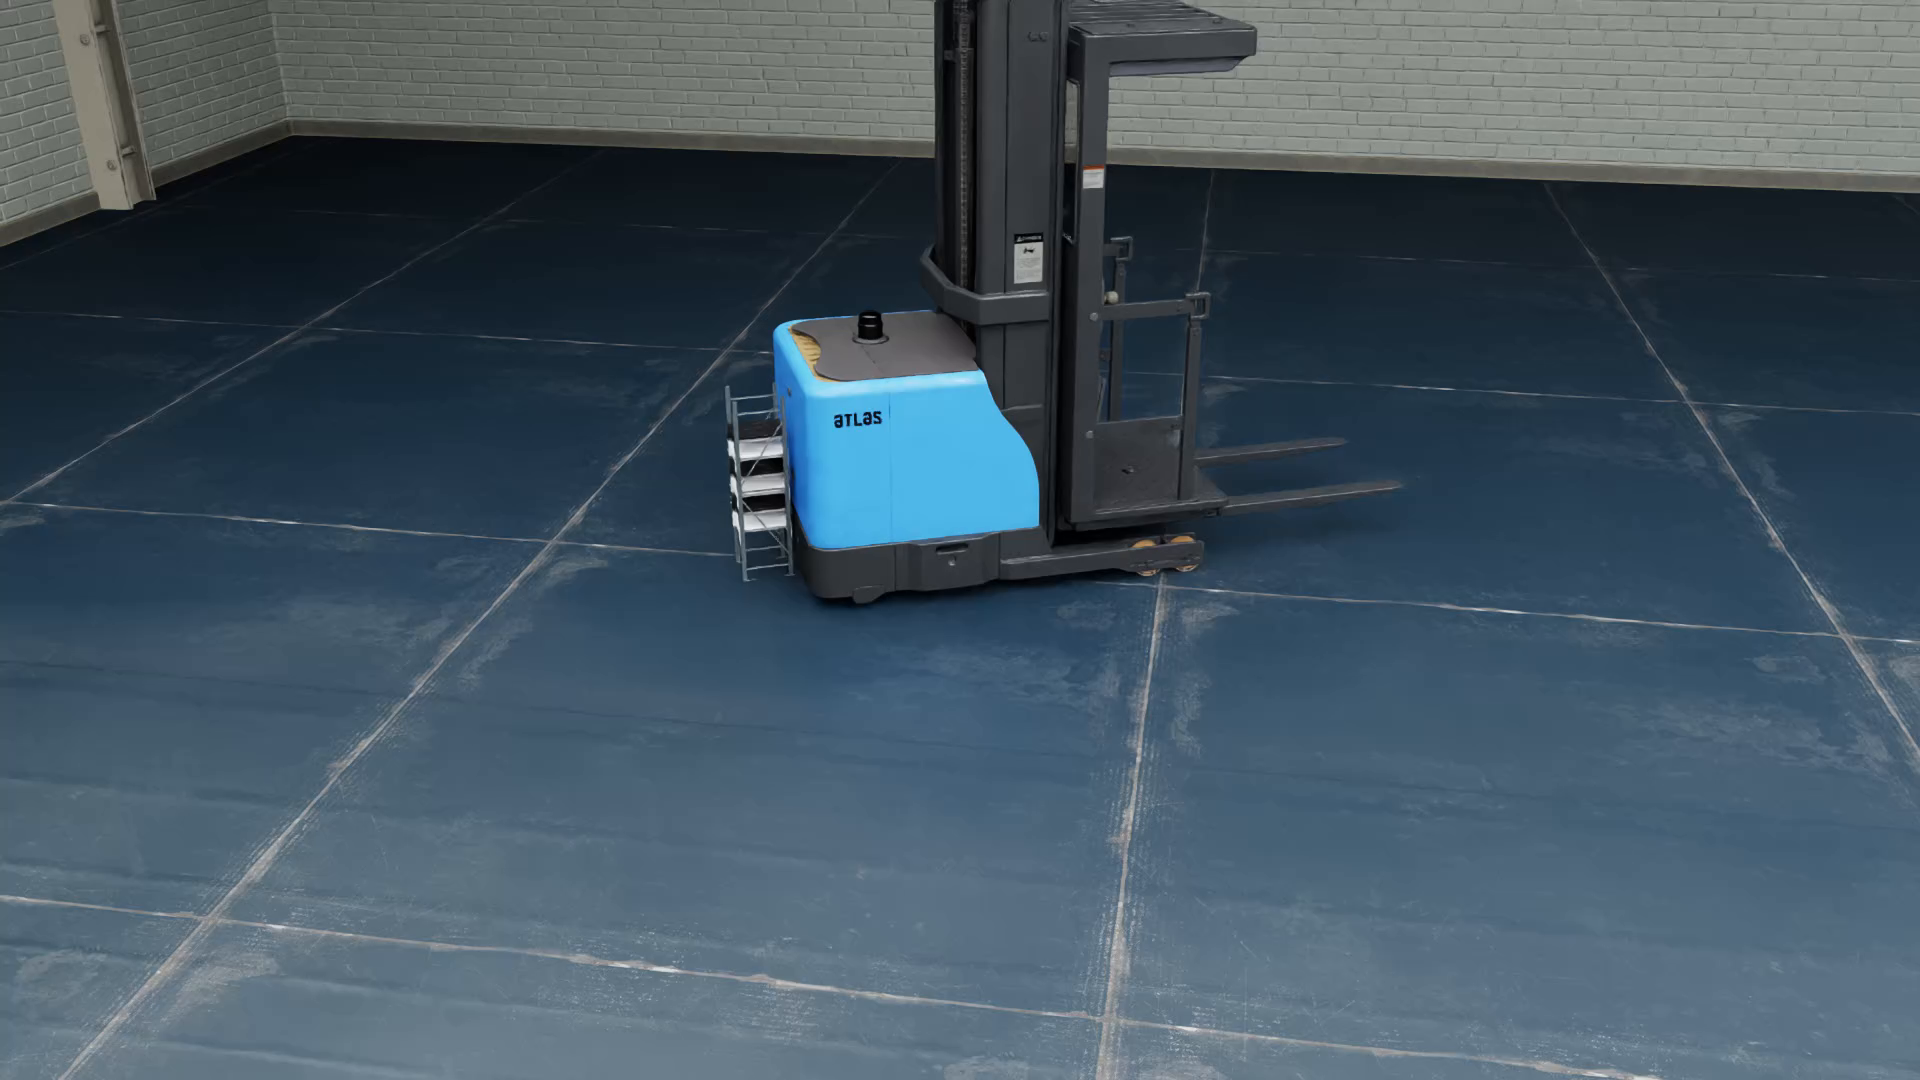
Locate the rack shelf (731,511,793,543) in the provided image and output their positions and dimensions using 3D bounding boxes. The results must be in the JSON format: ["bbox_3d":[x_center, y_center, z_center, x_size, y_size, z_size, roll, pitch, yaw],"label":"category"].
[{"bbox_3d":[-0.935,-0.075,7.851,0.258,0.077,0.200,-7,26,-15],"label":"rack shelf"}]

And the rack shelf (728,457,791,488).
[{"bbox_3d":[-0.935,-0.319,7.737,0.258,0.077,0.200,-7,26,-15],"label":"rack shelf"}]

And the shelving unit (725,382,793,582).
[{"bbox_3d":[-0.935,-0.268,7.761,0.258,0.900,0.210,-7,26,-15],"label":"shelving unit"}]

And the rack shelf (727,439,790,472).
[{"bbox_3d":[-0.935,-0.401,7.699,0.258,0.077,0.200,-7,26,-15],"label":"rack shelf"}]

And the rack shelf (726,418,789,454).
[{"bbox_3d":[-0.935,-0.482,7.660,0.258,0.077,0.200,-7,26,-15],"label":"rack shelf"}]

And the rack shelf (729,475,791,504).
[{"bbox_3d":[-0.935,-0.238,7.775,0.258,0.077,0.200,-7,26,-15],"label":"rack shelf"}]

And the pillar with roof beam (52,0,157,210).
[{"bbox_3d":[-3.024,-6.714,11.980,9.100,9.000,0.400,4,25,9],"label":"pillar with roof beam"}]

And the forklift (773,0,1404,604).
[{"bbox_3d":[0.670,-1.366,7.711,3.031,2.935,1.130,-6,26,-13],"label":"forklift"}]

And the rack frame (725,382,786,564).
[{"bbox_3d":[-0.963,-0.309,7.849,0.240,0.900,0.006,-7,26,-15],"label":"rack frame"}]

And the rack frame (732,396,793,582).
[{"bbox_3d":[-0.906,-0.226,7.672,0.240,0.900,0.006,-7,26,-15],"label":"rack frame"}]

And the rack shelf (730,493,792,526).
[{"bbox_3d":[-0.935,-0.156,7.813,0.258,0.077,0.200,-7,26,-15],"label":"rack shelf"}]
